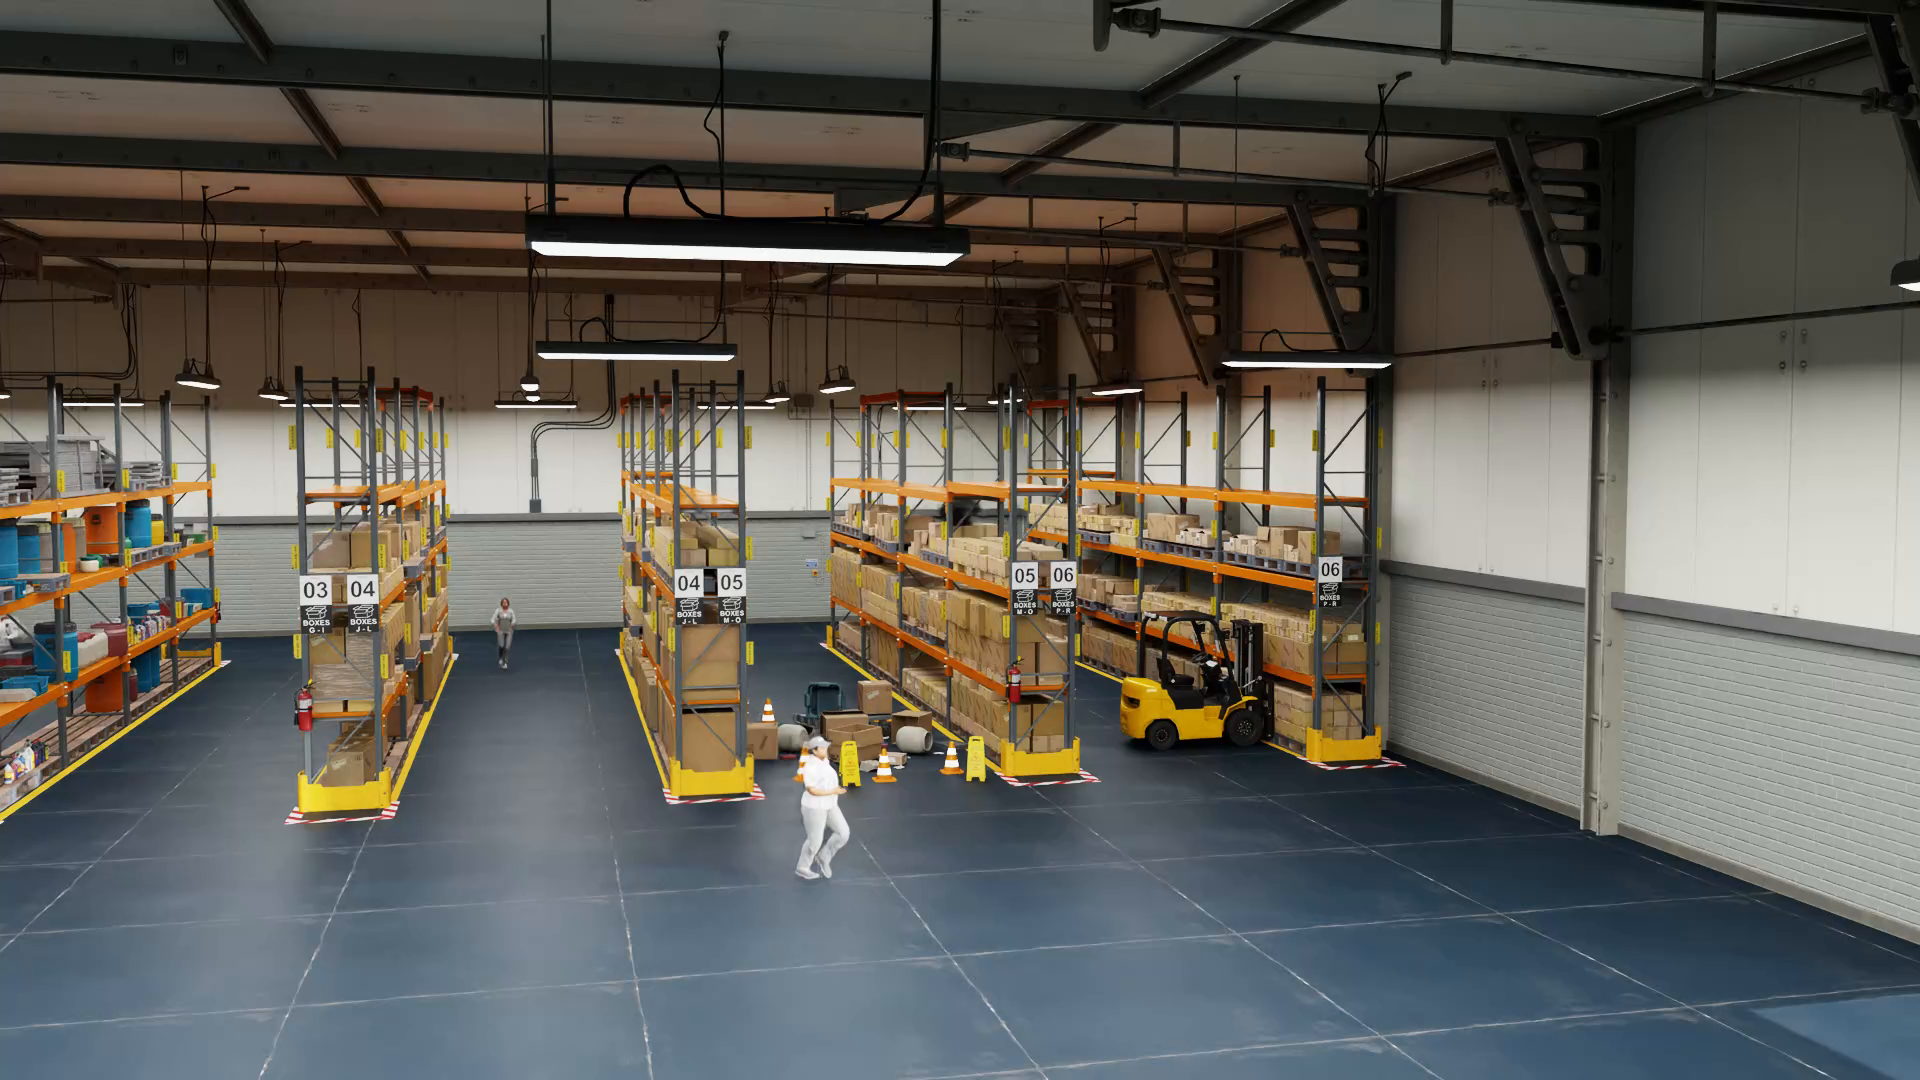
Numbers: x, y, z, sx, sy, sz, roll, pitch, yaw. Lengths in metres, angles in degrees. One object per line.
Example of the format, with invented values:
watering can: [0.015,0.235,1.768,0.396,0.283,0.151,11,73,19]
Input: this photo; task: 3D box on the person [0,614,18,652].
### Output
person: [-19.246,2.184,33.396,0.598,1.737,0.609,-1,4,-21]

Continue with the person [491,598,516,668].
person: [-9.957,2.040,36.348,0.513,1.557,0.591,-1,4,-22]

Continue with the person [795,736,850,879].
person: [-1.566,3.046,18.885,0.643,1.648,0.579,2,4,27]
